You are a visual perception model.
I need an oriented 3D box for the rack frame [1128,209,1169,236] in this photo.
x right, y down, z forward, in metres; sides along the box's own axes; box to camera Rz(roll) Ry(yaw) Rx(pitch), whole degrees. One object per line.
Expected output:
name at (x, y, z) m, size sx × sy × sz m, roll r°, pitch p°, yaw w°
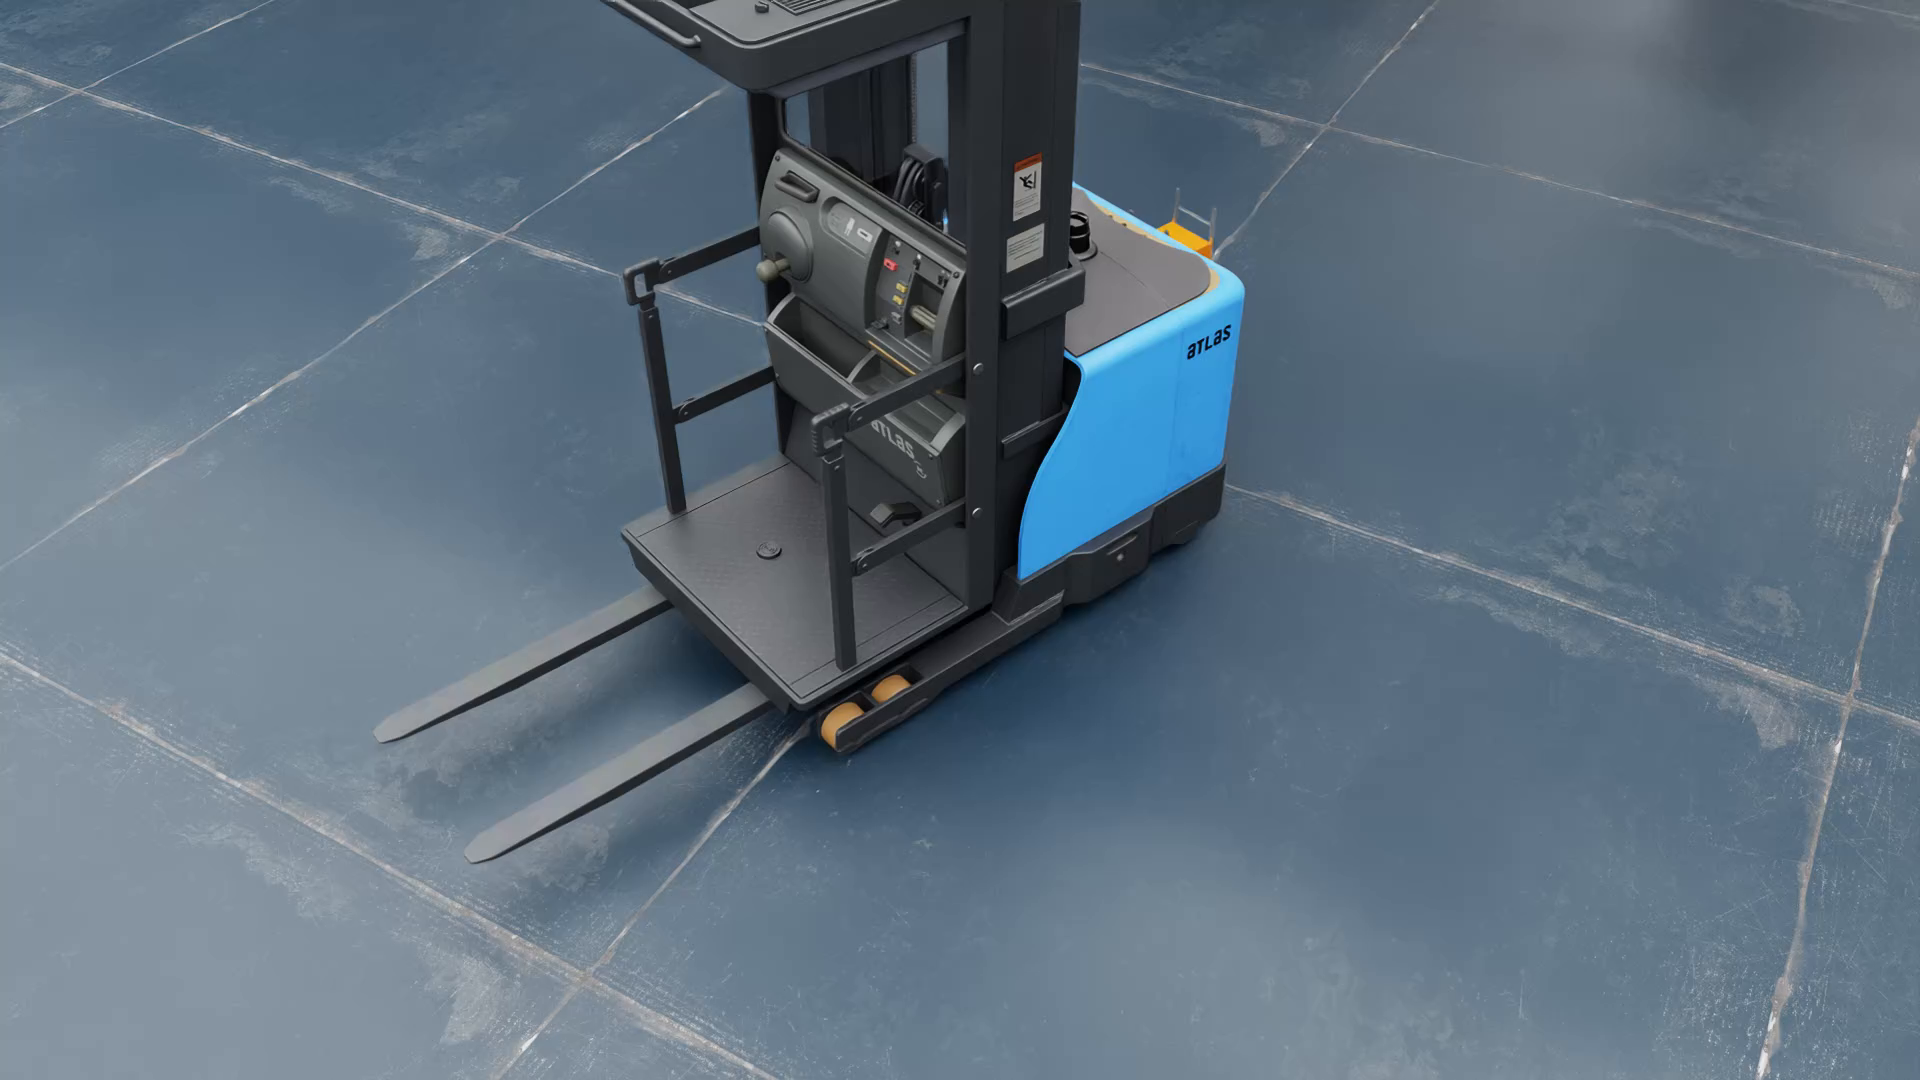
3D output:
rack frame at (0.677, -0.753, 6.310) m, size 0.008 × 1.050 × 0.200 m, roll -29°, pitch 49°, yaw -29°

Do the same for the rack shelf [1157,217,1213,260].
rack shelf at (0.771, -1.009, 6.188) m, size 0.240 × 0.259 × 0.215 m, roll -29°, pitch 49°, yaw -29°

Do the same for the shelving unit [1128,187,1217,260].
shelving unit at (0.771, -0.804, 6.369) m, size 0.252 × 1.050 × 0.215 m, roll -29°, pitch 49°, yaw -29°

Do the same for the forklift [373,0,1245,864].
forklift at (-0.472, -0.798, 4.938) m, size 3.031 × 2.935 × 1.130 m, roll -29°, pitch 49°, yaw -29°

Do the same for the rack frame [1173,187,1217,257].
rack frame at (0.865, -0.856, 6.427) m, size 0.008 × 1.050 × 0.200 m, roll -29°, pitch 49°, yaw -29°
